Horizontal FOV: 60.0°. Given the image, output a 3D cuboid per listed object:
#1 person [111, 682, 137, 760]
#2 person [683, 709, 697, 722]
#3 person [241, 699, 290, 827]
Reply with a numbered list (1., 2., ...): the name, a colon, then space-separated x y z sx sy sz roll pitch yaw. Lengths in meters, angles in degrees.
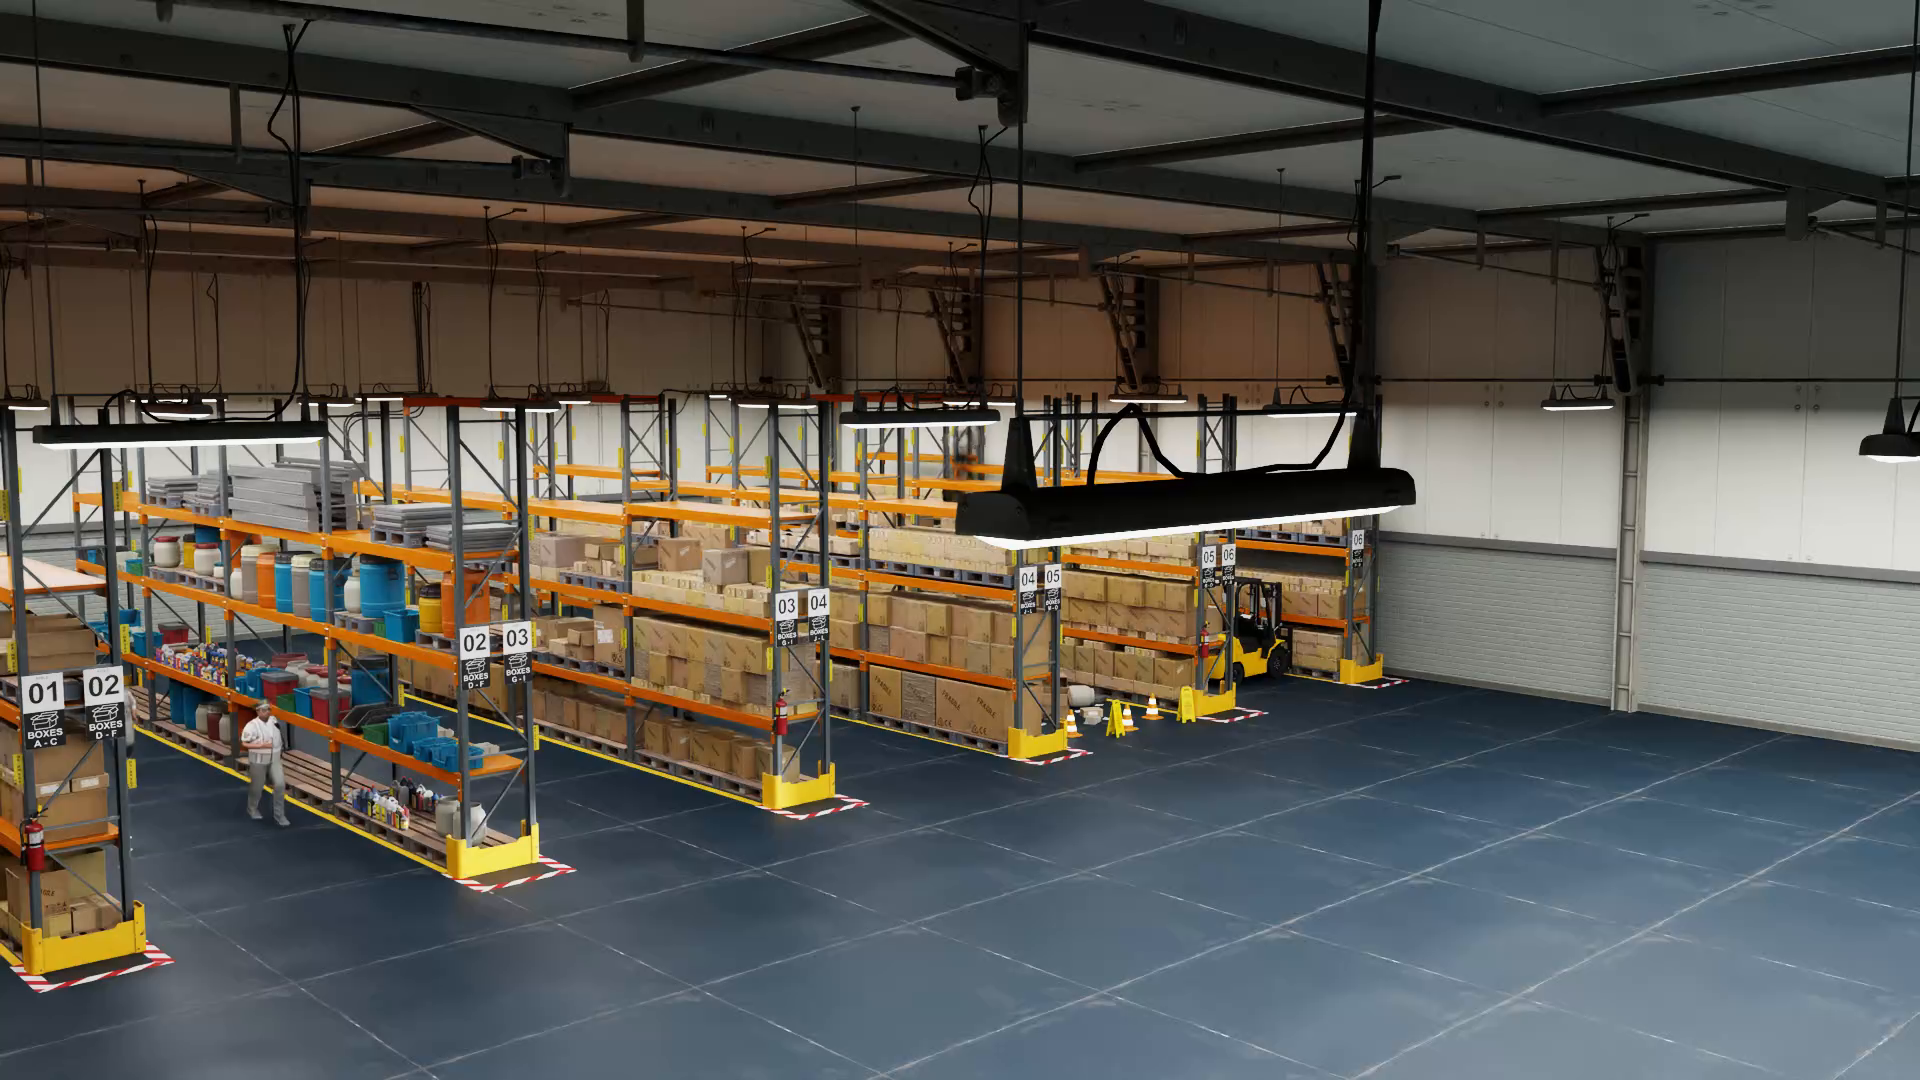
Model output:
1. person: -13.376 2.966 26.545 0.510 1.570 0.636 -4 7 -36
2. person: -5.058 2.539 30.865 0.694 1.677 0.690 5 8 43
3. person: -9.913 3.162 23.650 0.826 1.839 0.644 5 7 42
